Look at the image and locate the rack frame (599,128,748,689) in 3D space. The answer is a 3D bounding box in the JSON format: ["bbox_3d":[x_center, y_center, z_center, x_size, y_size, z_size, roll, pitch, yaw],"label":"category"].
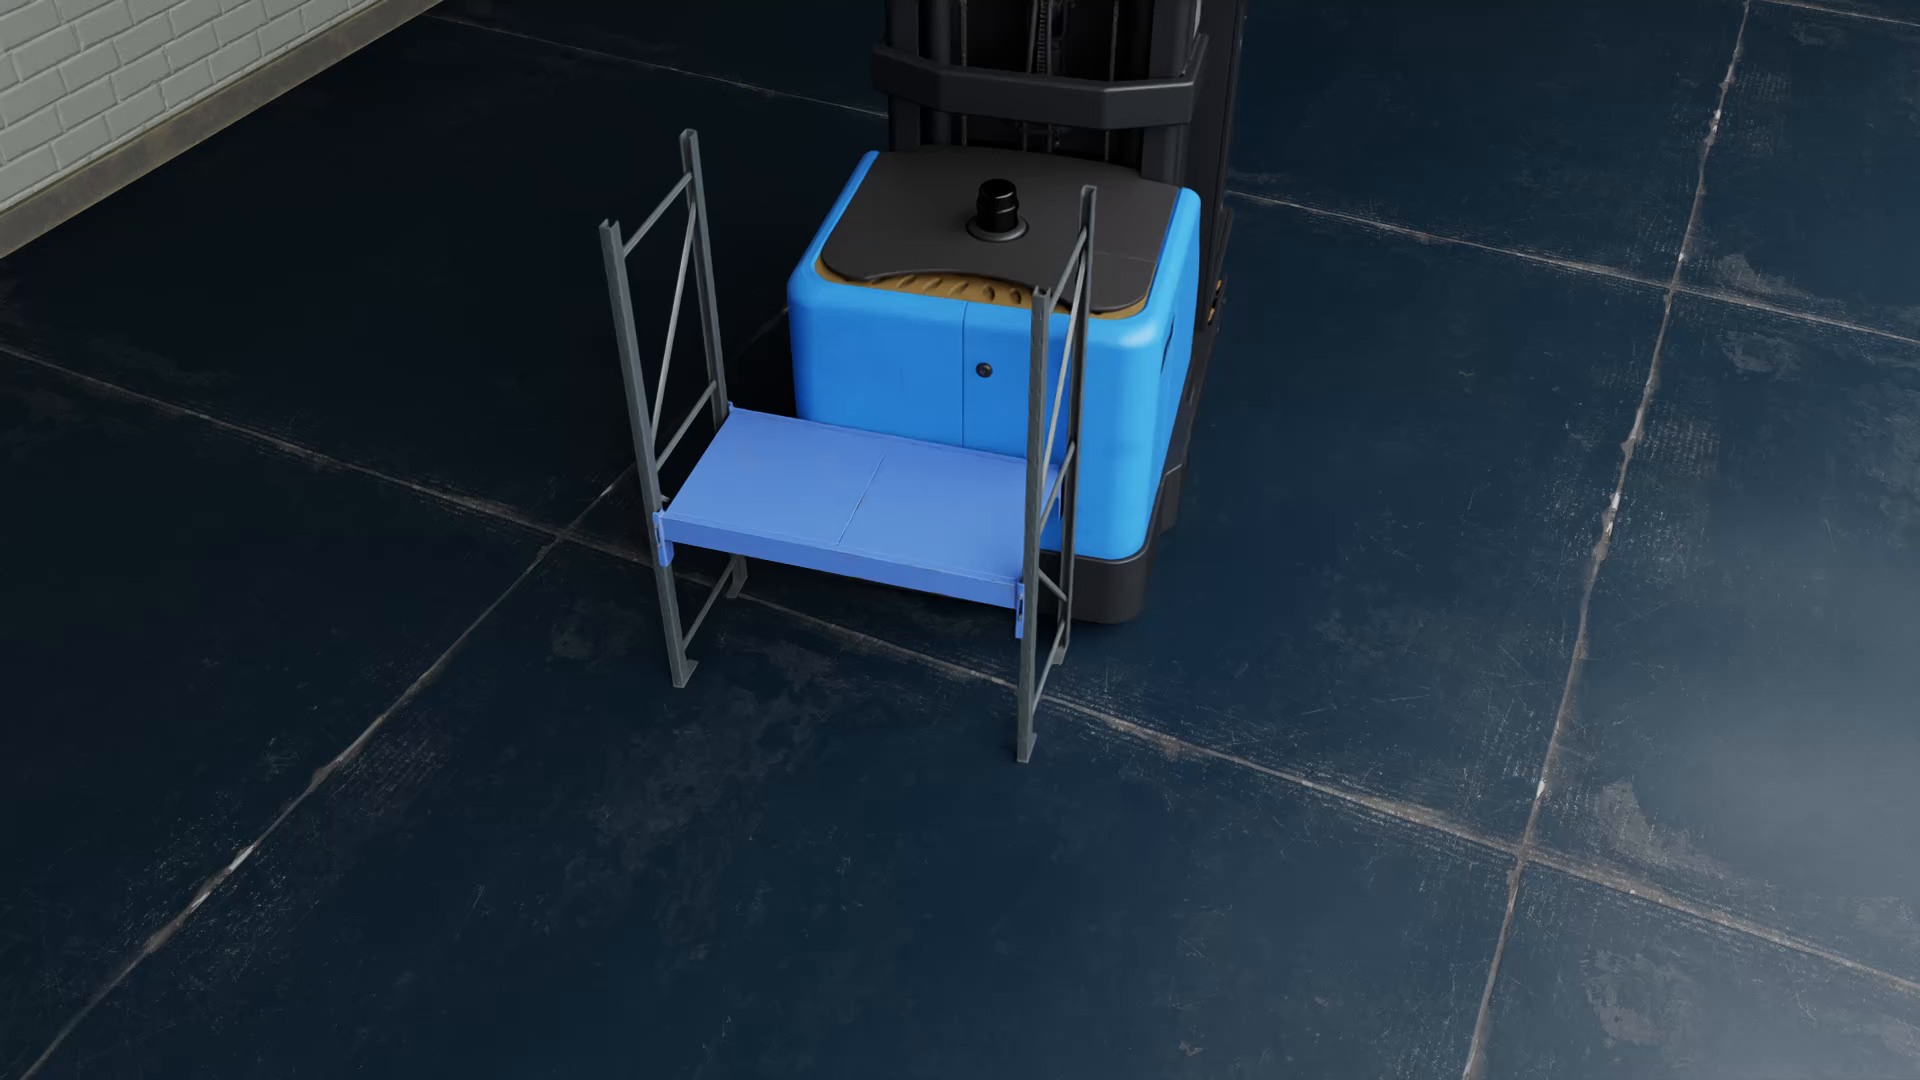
[{"bbox_3d":[-0.738,-0.299,4.449,0.032,1.500,0.500,11,42,12],"label":"rack frame"}]

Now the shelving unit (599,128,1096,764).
[{"bbox_3d":[-0.250,-0.206,4.342,1.048,1.500,0.538,11,42,12],"label":"shelving unit"}]

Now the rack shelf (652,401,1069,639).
[{"bbox_3d":[-0.250,-0.070,4.460,1.000,0.185,0.538,11,42,12],"label":"rack shelf"}]

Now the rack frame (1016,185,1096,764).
[{"bbox_3d":[0.238,-0.113,4.235,0.032,1.500,0.500,11,42,12],"label":"rack frame"}]

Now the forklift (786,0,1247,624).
[{"bbox_3d":[0.369,-1.838,5.132,1.130,2.935,3.031,9,42,10],"label":"forklift"}]
